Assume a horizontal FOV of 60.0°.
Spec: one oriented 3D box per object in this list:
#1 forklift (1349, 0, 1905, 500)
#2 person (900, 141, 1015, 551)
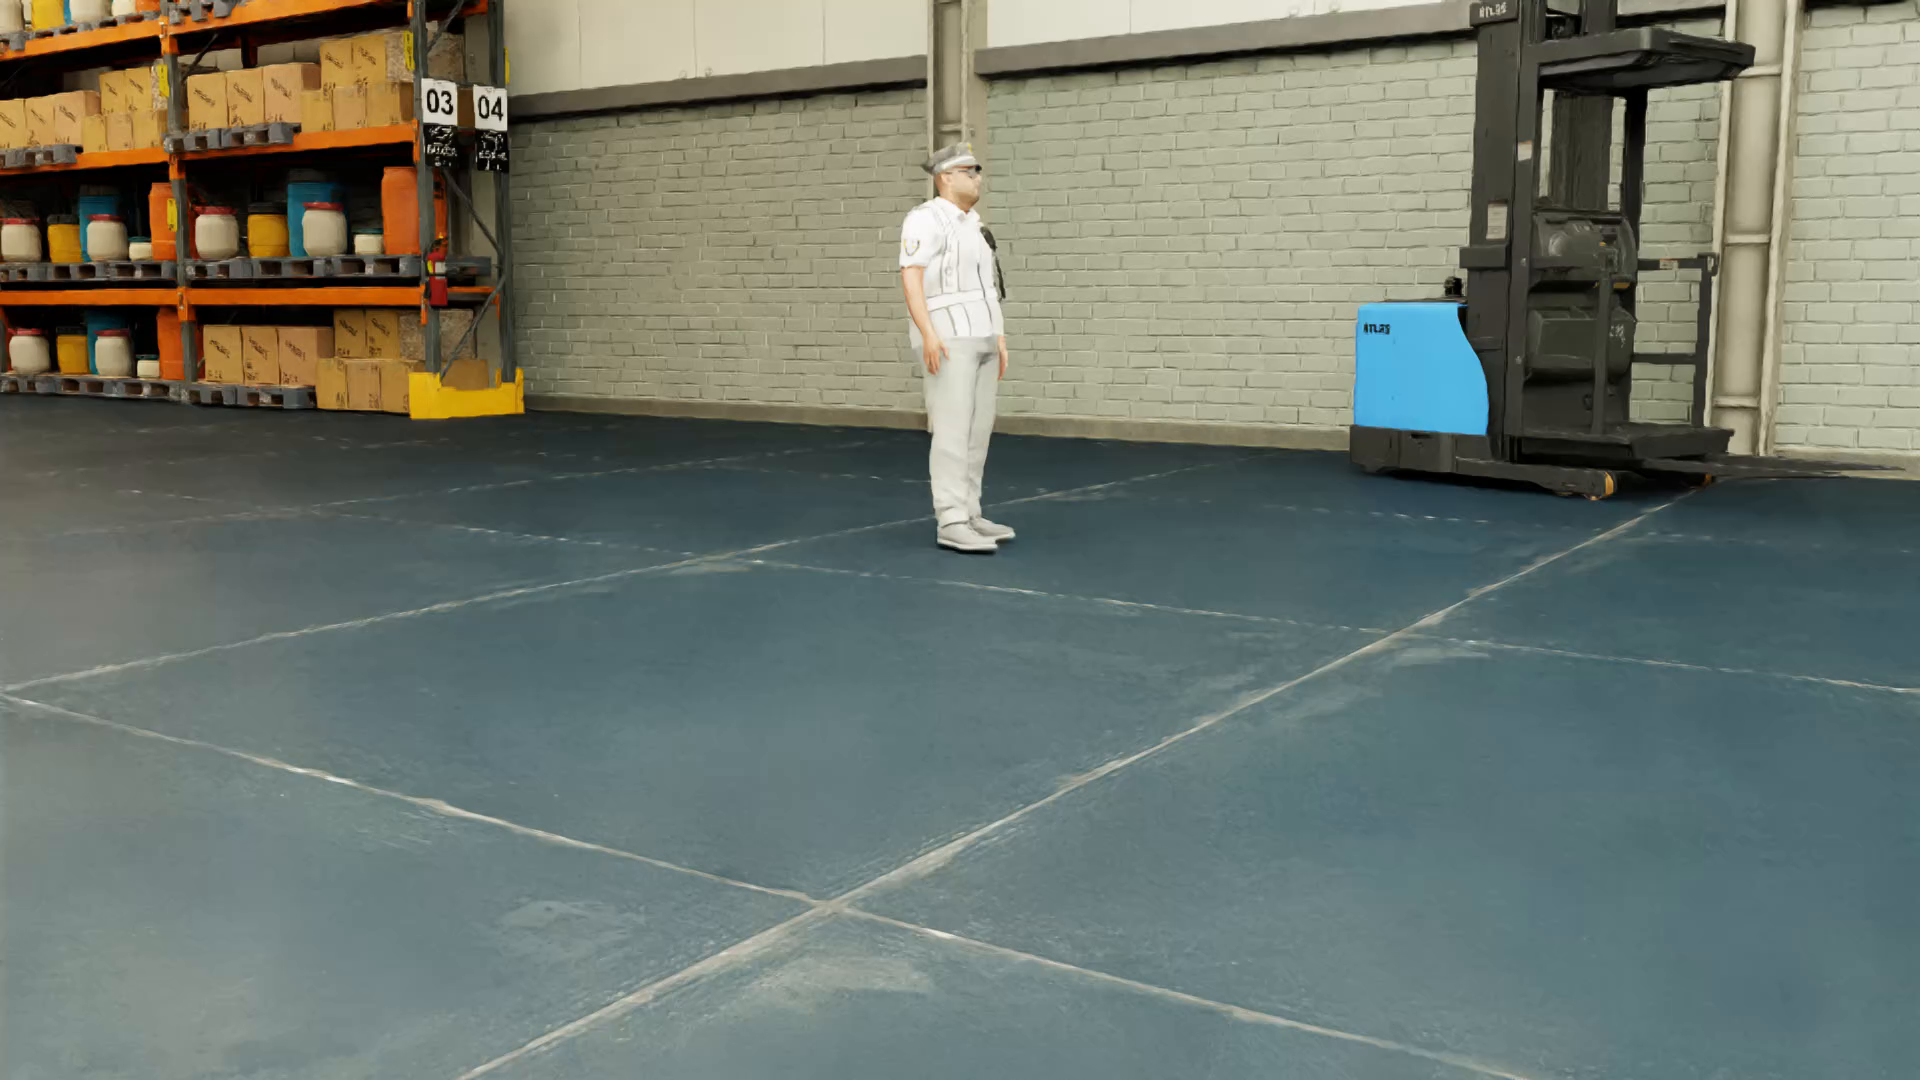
[{"bbox_3d":[3.746,-1.746,9.469,1.130,2.935,3.031,-6,10,-36],"label":"forklift"},{"bbox_3d":[0.058,-0.882,7.424,0.574,1.781,0.640,5,10,34],"label":"person"}]
